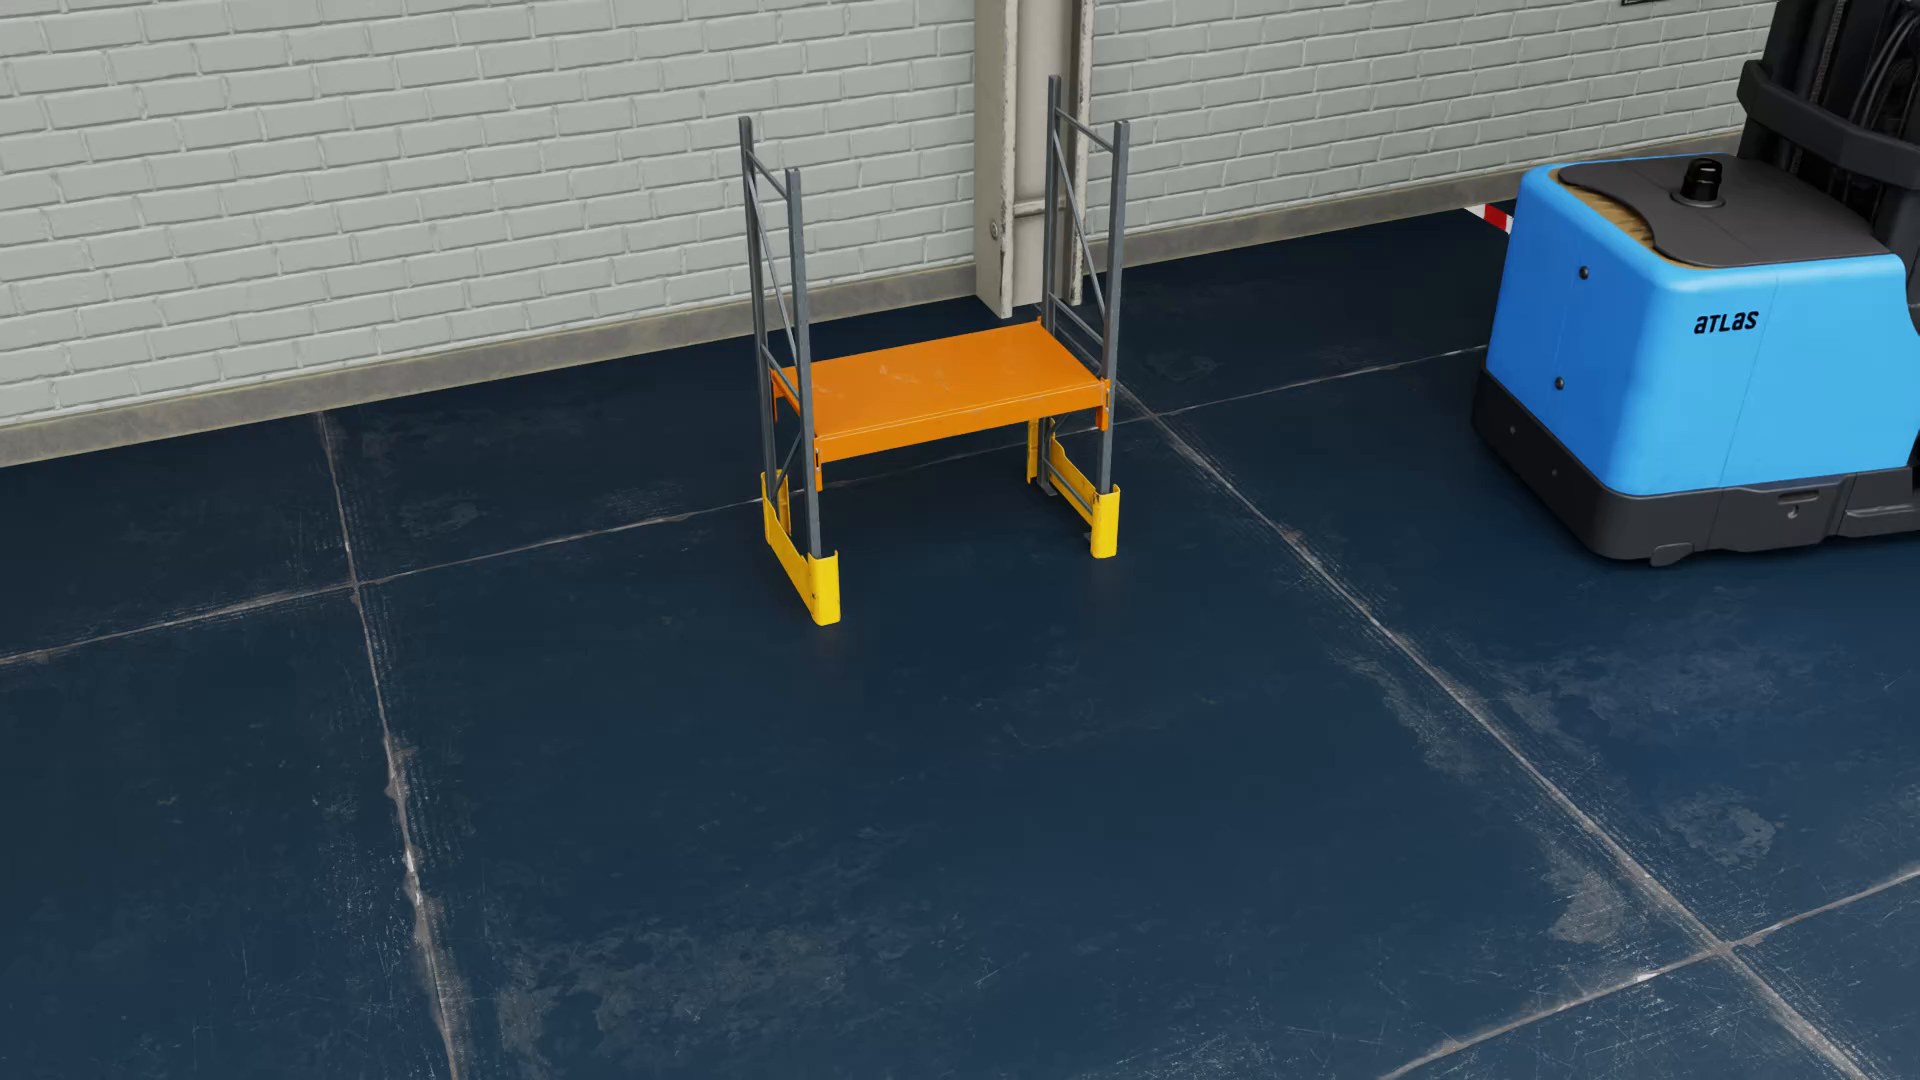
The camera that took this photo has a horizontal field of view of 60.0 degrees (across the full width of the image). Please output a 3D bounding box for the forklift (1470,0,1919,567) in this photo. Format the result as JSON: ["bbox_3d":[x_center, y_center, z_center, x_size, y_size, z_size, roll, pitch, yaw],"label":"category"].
[{"bbox_3d":[3.503,-1.535,5.421,3.031,2.935,1.130,-6,34,-10],"label":"forklift"}]

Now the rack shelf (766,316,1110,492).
[{"bbox_3d":[-0.079,-0.460,5.411,1.000,0.185,0.538,-13,35,-19],"label":"rack shelf"}]

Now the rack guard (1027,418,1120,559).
[{"bbox_3d":[0.389,-0.194,5.819,0.087,0.250,0.587,-13,35,-19],"label":"rack guard"}]

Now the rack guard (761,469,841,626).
[{"bbox_3d":[-0.529,0.016,5.495,0.087,0.250,0.587,-13,35,-19],"label":"rack guard"}]

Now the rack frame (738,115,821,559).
[{"bbox_3d":[-0.547,-0.503,5.148,0.032,1.500,0.500,-13,35,-19],"label":"rack frame"}]

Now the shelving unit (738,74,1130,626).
[{"bbox_3d":[-0.070,-0.613,5.316,1.083,1.500,0.587,-13,35,-19],"label":"shelving unit"}]

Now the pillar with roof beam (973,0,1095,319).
[{"bbox_3d":[1.967,-2.688,1.630,0.400,9.000,9.100,-13,35,-19],"label":"pillar with roof beam"}]

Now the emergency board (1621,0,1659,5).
[{"bbox_3d":[3.524,-3.110,7.779,0.626,1.169,0.157,-13,35,-19],"label":"emergency board"}]

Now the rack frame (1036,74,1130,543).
[{"bbox_3d":[0.390,-0.718,5.478,0.032,1.500,0.500,-13,35,-19],"label":"rack frame"}]
